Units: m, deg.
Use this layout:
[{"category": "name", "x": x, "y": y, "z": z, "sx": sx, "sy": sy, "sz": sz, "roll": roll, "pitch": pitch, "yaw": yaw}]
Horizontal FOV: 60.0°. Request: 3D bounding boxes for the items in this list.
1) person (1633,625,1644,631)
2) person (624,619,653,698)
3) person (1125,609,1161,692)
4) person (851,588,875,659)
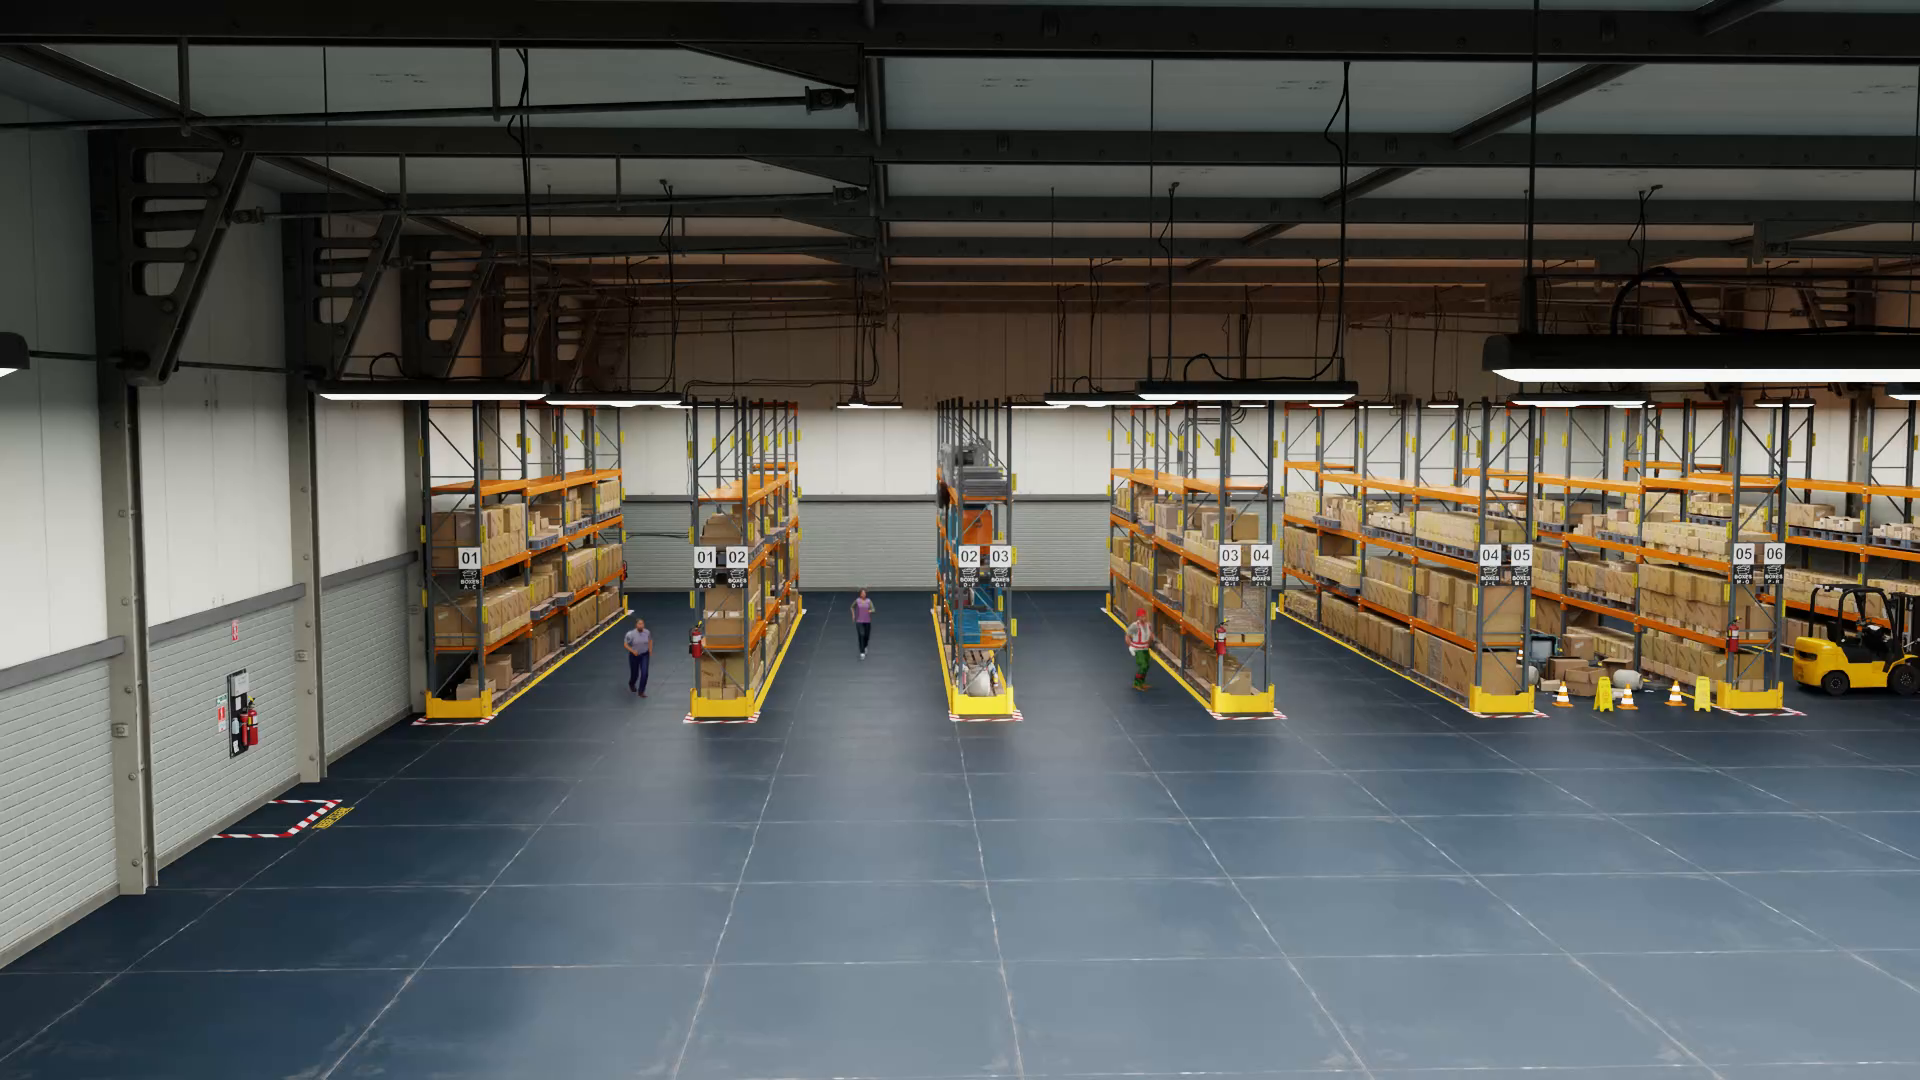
[{"category": "person", "x": 17.627, "y": 1.663, "z": 43.501, "sx": 0.566, "sy": 1.425, "sz": 0.756, "roll": -3, "pitch": 5, "yaw": -34}, {"category": "person", "x": -6.474, "y": 2.358, "z": 33.466, "sx": 0.604, "sy": 1.599, "sz": 0.716, "roll": -2, "pitch": 5, "yaw": -23}, {"category": "person", "x": 3.758, "y": 2.247, "z": 34.159, "sx": 0.702, "sy": 1.710, "sz": 0.729, "roll": -4, "pitch": 6, "yaw": -40}, {"category": "person", "x": -2.252, "y": 1.919, "z": 38.651, "sx": 0.543, "sy": 1.592, "sz": 0.887, "roll": -1, "pitch": 4, "yaw": -10}]
